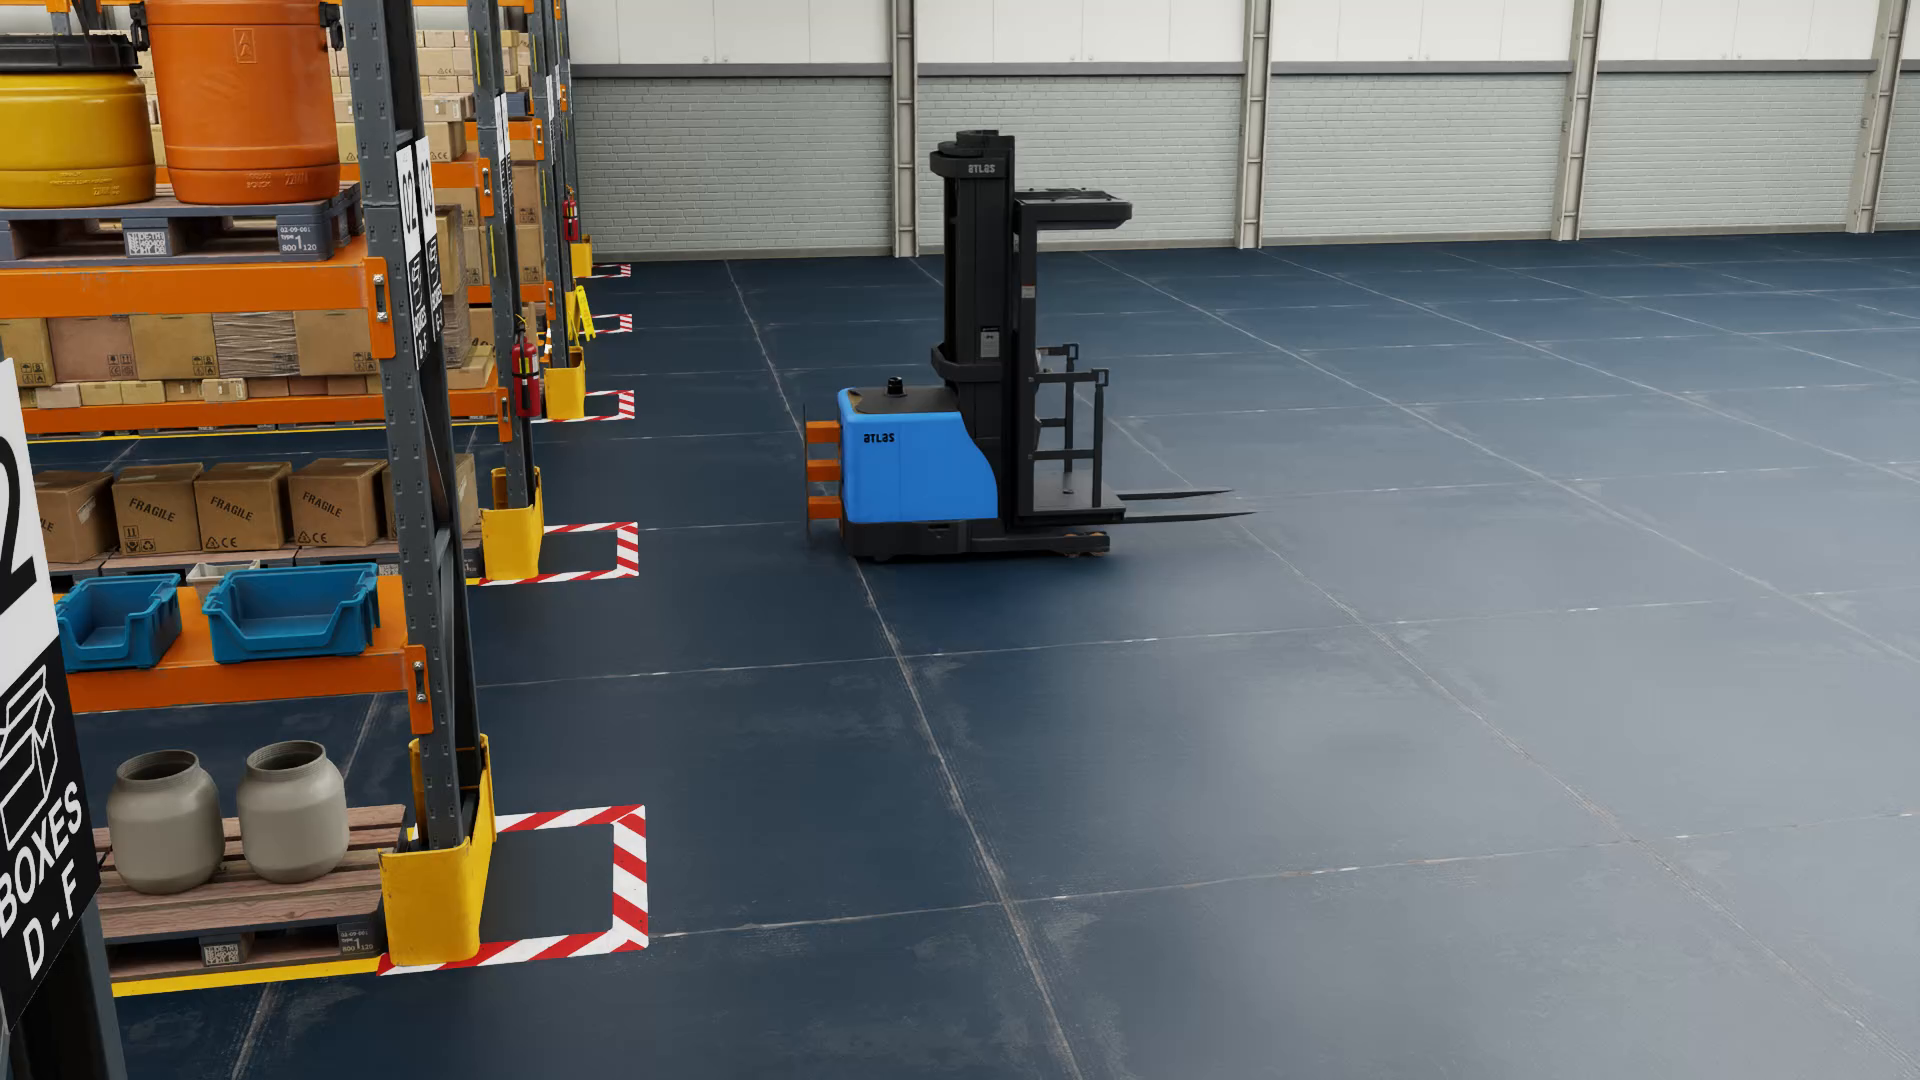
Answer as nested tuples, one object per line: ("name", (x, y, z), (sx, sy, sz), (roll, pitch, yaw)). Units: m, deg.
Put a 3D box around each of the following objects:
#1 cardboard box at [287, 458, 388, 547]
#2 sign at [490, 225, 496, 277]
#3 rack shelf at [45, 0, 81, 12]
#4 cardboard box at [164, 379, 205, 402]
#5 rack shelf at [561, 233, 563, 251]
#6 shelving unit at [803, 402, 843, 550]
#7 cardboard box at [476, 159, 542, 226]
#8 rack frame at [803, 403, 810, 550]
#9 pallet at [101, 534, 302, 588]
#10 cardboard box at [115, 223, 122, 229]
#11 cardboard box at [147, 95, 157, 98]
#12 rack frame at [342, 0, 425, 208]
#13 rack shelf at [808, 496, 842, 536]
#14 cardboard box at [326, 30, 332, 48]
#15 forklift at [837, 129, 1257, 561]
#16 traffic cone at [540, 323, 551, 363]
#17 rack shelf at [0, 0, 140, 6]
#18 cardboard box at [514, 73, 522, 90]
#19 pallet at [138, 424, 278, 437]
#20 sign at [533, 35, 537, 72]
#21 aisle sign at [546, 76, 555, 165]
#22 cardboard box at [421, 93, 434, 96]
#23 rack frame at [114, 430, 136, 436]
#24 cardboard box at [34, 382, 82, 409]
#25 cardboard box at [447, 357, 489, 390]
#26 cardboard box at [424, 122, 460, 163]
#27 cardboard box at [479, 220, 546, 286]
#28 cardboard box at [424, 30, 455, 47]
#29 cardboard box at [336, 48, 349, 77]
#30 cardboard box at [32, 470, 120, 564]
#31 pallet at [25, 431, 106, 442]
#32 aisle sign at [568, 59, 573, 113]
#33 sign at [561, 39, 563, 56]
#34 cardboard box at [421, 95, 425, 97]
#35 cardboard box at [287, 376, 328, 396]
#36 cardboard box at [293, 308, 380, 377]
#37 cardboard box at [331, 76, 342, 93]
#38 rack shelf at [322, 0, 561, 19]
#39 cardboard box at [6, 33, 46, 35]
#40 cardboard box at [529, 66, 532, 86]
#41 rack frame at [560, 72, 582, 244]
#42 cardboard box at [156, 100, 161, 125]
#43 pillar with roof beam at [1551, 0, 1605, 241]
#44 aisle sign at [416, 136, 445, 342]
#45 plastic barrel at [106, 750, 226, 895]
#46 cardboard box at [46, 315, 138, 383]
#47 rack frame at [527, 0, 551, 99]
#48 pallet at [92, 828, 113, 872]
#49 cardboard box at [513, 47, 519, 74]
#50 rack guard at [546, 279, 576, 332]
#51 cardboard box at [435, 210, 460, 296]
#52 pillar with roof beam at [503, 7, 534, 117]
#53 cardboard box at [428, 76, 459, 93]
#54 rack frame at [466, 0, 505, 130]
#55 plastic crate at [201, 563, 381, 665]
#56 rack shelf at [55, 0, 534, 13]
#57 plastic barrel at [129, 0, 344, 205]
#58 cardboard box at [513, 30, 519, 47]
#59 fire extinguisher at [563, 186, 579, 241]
("cardboard box", (-4.314, -0.265, 11.608), (0.500, 0.500, 0.500), (1, 17, 4))
("sign", (-3.032, -1.876, 10.800), (0.005, 0.325, 0.100), (-3, 17, -10))
("rack shelf", (-9.850, -4.766, 14.410), (4.000, 0.370, 1.077), (-3, 17, -10))
("cardboard box", (-5.070, -1.029, 10.982), (0.250, 0.149, 0.380), (-3, 17, -10))
("rack shelf", (-6.961, -3.734, 20.585), (4.000, 0.370, 1.077), (-3, 17, -10))
("shelving unit", (-0.987, -0.460, 12.022), (0.252, 1.050, 0.215), (-2, 17, -8))
("cardboard box", (-4.331, -3.346, 16.003), (0.550, 0.550, 0.875), (-3, 17, -10))
("rack frame", (-1.108, -0.455, 12.005), (0.008, 1.050, 0.200), (-2, 17, -8))
("pallet", (-5.192, 0.107, 11.604), (1.213, 0.211, 1.003), (-3, 17, -10))
("cardboard box", (-5.084, -1.816, 10.737), (0.500, 0.500, 0.500), (-3, 17, -10))
("cardboard box", (-5.206, -2.828, 10.879), (0.250, 0.149, 0.380), (-4, 18, -12))
("rack frame", (-2.178, -2.772, 6.011), (0.127, 3.000, 1.000), (-3, 17, -10))
("rack shelf", (-0.987, -0.184, 12.106), (0.240, 0.259, 0.215), (-2, 17, -8))
("cardboard box", (-5.723, -4.510, 14.961), (0.250, 0.149, 0.380), (-3, 17, -10))
("forklift", (0.641, -1.428, 11.969), (3.031, 2.935, 1.130), (-2, 17, -8))
("traffic cone", (-4.630, -2.280, 18.946), (0.334, 0.463, 0.336), (-3, 17, -10))
("rack shelf", (-11.834, -7.618, 23.696), (4.000, 0.370, 1.077), (-3, 17, -10))
("cardboard box", (-4.357, -4.404, 15.973), (0.250, 0.149, 0.380), (-3, 17, -10))
("pallet", (-7.125, -1.232, 15.963), (1.213, 0.211, 1.003), (-3, 17, -10))
("sign", (-3.870, -4.430, 15.144), (0.005, 0.325, 0.100), (-3, 17, -10))
("aisle sign", (-3.833, -3.928, 15.564), (0.004, 0.787, 0.394), (-3, 17, -10))
("cardboard box", (-3.704, -2.950, 11.275), (0.250, 0.149, 0.380), (-3, 17, -9))
("rack frame", (-7.886, -2.545, 15.489), (0.127, 3.000, 1.000), (-3, 17, -10))
("cardboard box", (-5.792, -0.966, 10.775), (0.250, 0.149, 0.380), (-3, 17, -10))
("cardboard box", (-3.358, -1.137, 11.332), (0.250, 0.149, 0.380), (-3, 17, -10))
("cardboard box", (-3.543, -2.594, 10.797), (0.500, 0.250, 0.500), (-3, 17, -9))
("cardboard box", (-4.315, -2.806, 16.083), (0.550, 0.550, 0.875), (-3, 17, -10))
("cardboard box", (-4.722, -4.567, 15.148), (0.250, 0.149, 0.380), (-3, 17, -10))
("cardboard box", (-5.371, -4.358, 15.145), (0.500, 0.250, 0.500), (-3, 17, -11))
("cardboard box", (-6.083, -0.160, 11.267), (0.500, 0.500, 0.500), (2, 17, 7))
("pallet", (-8.630, -1.147, 15.688), (1.213, 0.211, 1.003), (-3, 17, -10))
("aisle sign", (-5.822, -6.782, 24.855), (0.004, 0.787, 0.394), (-3, 17, -10))
("sign", (-5.853, -7.282, 24.430), (0.005, 0.325, 0.100), (-3, 17, -10))
("cardboard box", (-3.609, -2.799, 10.784), (0.250, 0.149, 0.380), (-4, 17, -12))
("cardboard box", (-4.341, -1.083, 11.157), (0.250, 0.149, 0.380), (-3, 17, -10))
("cardboard box", (-4.131, -1.437, 11.205), (0.500, 0.500, 0.875), (-3, 17, -10))
("cardboard box", (-5.719, -4.129, 15.080), (0.250, 0.149, 0.380), (-3, 17, -10))
("rack shelf", (-7.906, -7.841, 24.421), (4.000, 0.370, 1.077), (-3, 17, -10))
("cardboard box", (-13.040, -6.875, 23.421), (0.500, 0.500, 0.500), (-3, 17, -10))
("cardboard box", (-5.542, -5.742, 20.539), (0.500, 0.250, 0.500), (-4, 17, -11))
("rack frame", (-5.943, -5.620, 25.500), (0.127, 3.000, 1.000), (-3, 17, -10))
("cardboard box", (-4.888, -2.708, 10.486), (0.250, 0.149, 0.380), (-4, 18, -13))
("pillar with roof beam", (11.693, -8.470, 24.563), (0.400, 9.000, 9.100), (-3, 17, -10))
("aisle sign", (-2.163, -1.236, 6.799), (0.004, 0.787, 0.394), (-3, 17, -10))
("plastic barrel", (-3.302, 1.171, 6.914), (0.421, 0.512, 0.421), (0, 17, 0))
("cardboard box", (-5.622, -1.381, 11.024), (0.500, 0.500, 0.875), (-3, 17, -10))
("rack frame", (-3.959, -5.636, 15.334), (0.127, 3.000, 1.000), (-3, 17, -10))
("pallet", (-4.237, 1.557, 6.883), (1.213, 0.211, 1.003), (-3, 17, -10))
("cardboard box", (-4.482, -4.568, 15.830), (0.500, 0.250, 0.500), (-3, 17, -11))
("rack guard", (-5.072, -2.990, 21.195), (0.348, 0.500, 1.175), (-3, 17, -10))
("cardboard box", (-3.611, -1.898, 11.004), (0.500, 0.500, 0.500), (-3, 17, -10))
("pillar with roof beam", (-5.981, -7.468, 21.299), (0.400, 9.000, 9.100), (-3, 17, -10))
("cardboard box", (-4.721, -4.186, 15.264), (0.250, 0.149, 0.380), (-3, 17, -10))
("rack frame", (-3.117, -4.200, 10.660), (0.127, 3.000, 1.000), (-3, 17, -10))
("plastic crate", (-2.612, 0.281, 6.542), (0.616, 0.251, 0.499), (-3, 17, -10))
("rack shelf", (-5.923, -4.989, 15.135), (4.000, 0.370, 1.077), (-3, 17, -10))
("plastic barrel", (-2.631, -1.681, 6.120), (0.708, 0.830, 0.600), (-3, 17, -10))
("cardboard box", (-4.347, -4.785, 15.856), (0.250, 0.149, 0.380), (-3, 17, -10))
("fire extinguisher", (-4.798, -4.026, 20.442), (0.183, 0.674, 0.296), (-3, 17, -10))
